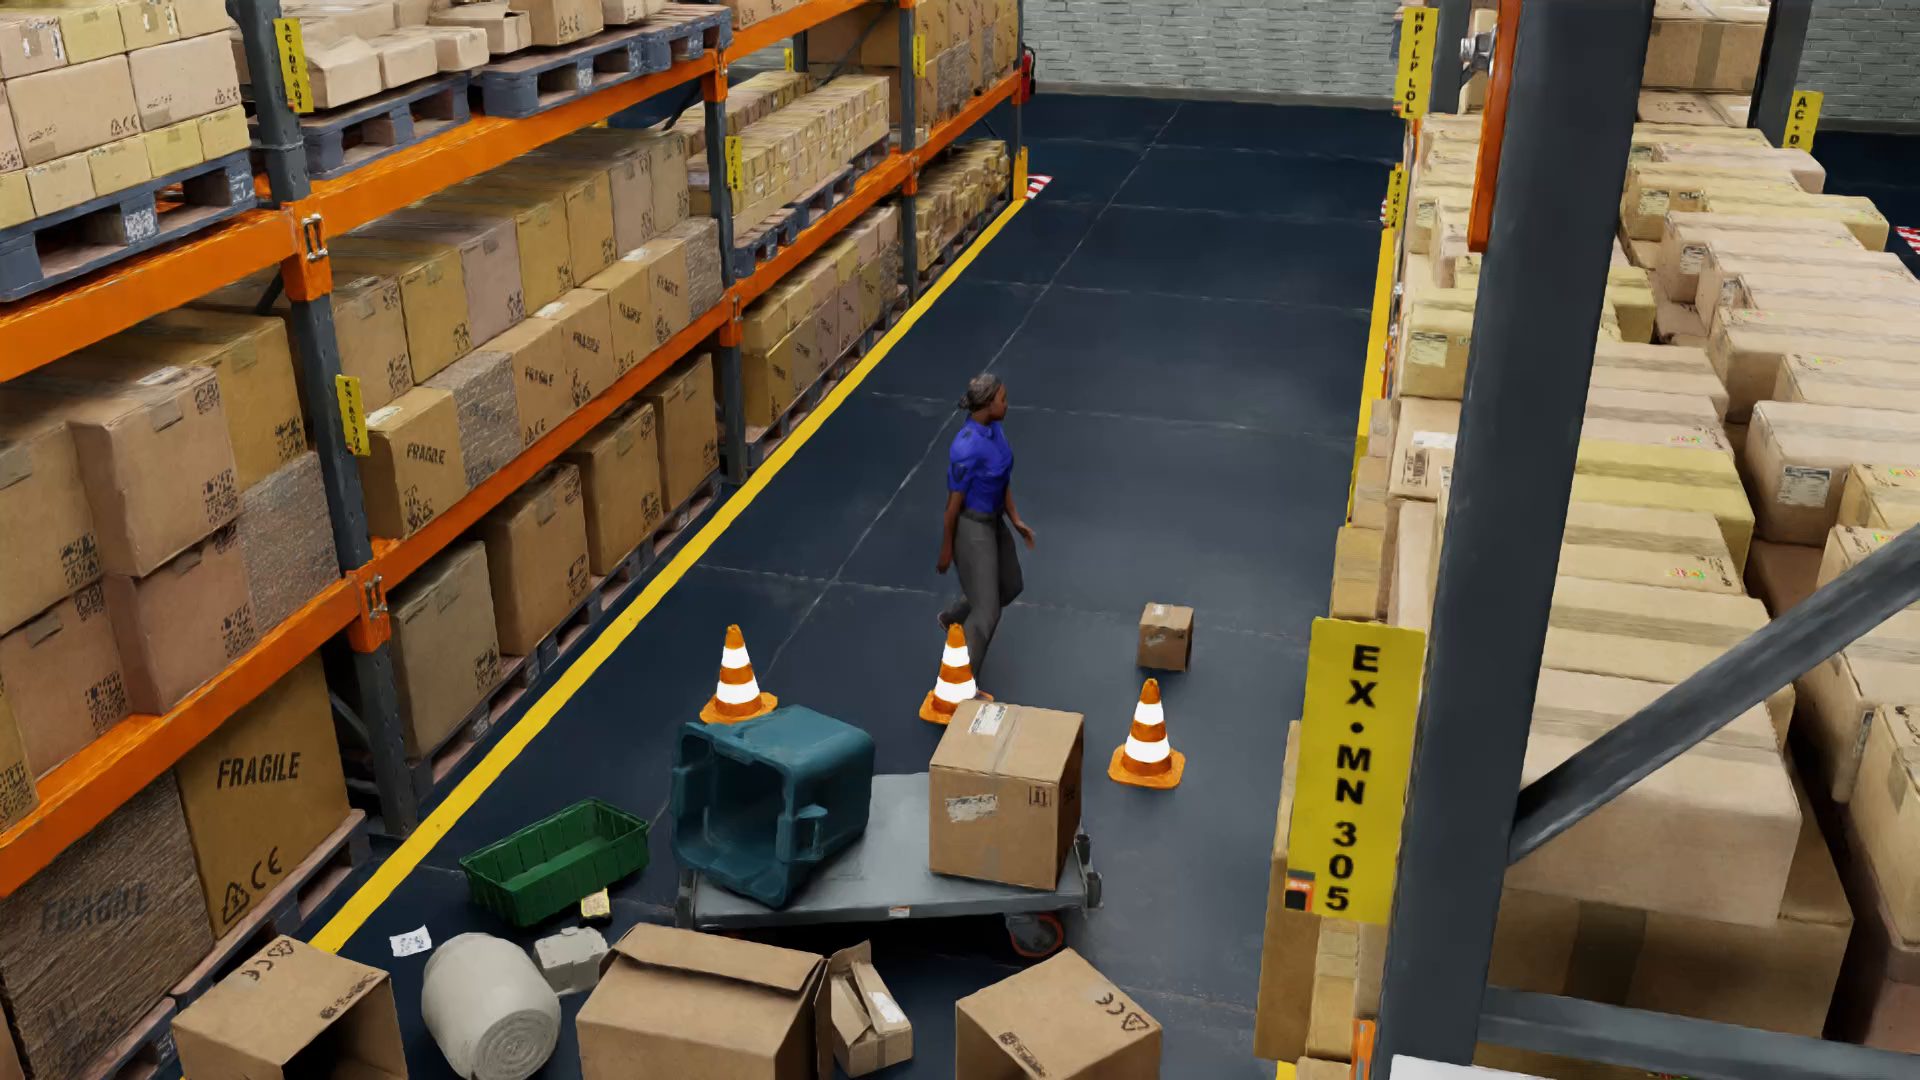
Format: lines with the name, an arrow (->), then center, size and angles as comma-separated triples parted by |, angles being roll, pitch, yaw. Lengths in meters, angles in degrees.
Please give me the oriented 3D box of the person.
person -> 0.068, -0.016, 8.145 | 0.538, 1.614, 0.667 | 7, 26, 14
